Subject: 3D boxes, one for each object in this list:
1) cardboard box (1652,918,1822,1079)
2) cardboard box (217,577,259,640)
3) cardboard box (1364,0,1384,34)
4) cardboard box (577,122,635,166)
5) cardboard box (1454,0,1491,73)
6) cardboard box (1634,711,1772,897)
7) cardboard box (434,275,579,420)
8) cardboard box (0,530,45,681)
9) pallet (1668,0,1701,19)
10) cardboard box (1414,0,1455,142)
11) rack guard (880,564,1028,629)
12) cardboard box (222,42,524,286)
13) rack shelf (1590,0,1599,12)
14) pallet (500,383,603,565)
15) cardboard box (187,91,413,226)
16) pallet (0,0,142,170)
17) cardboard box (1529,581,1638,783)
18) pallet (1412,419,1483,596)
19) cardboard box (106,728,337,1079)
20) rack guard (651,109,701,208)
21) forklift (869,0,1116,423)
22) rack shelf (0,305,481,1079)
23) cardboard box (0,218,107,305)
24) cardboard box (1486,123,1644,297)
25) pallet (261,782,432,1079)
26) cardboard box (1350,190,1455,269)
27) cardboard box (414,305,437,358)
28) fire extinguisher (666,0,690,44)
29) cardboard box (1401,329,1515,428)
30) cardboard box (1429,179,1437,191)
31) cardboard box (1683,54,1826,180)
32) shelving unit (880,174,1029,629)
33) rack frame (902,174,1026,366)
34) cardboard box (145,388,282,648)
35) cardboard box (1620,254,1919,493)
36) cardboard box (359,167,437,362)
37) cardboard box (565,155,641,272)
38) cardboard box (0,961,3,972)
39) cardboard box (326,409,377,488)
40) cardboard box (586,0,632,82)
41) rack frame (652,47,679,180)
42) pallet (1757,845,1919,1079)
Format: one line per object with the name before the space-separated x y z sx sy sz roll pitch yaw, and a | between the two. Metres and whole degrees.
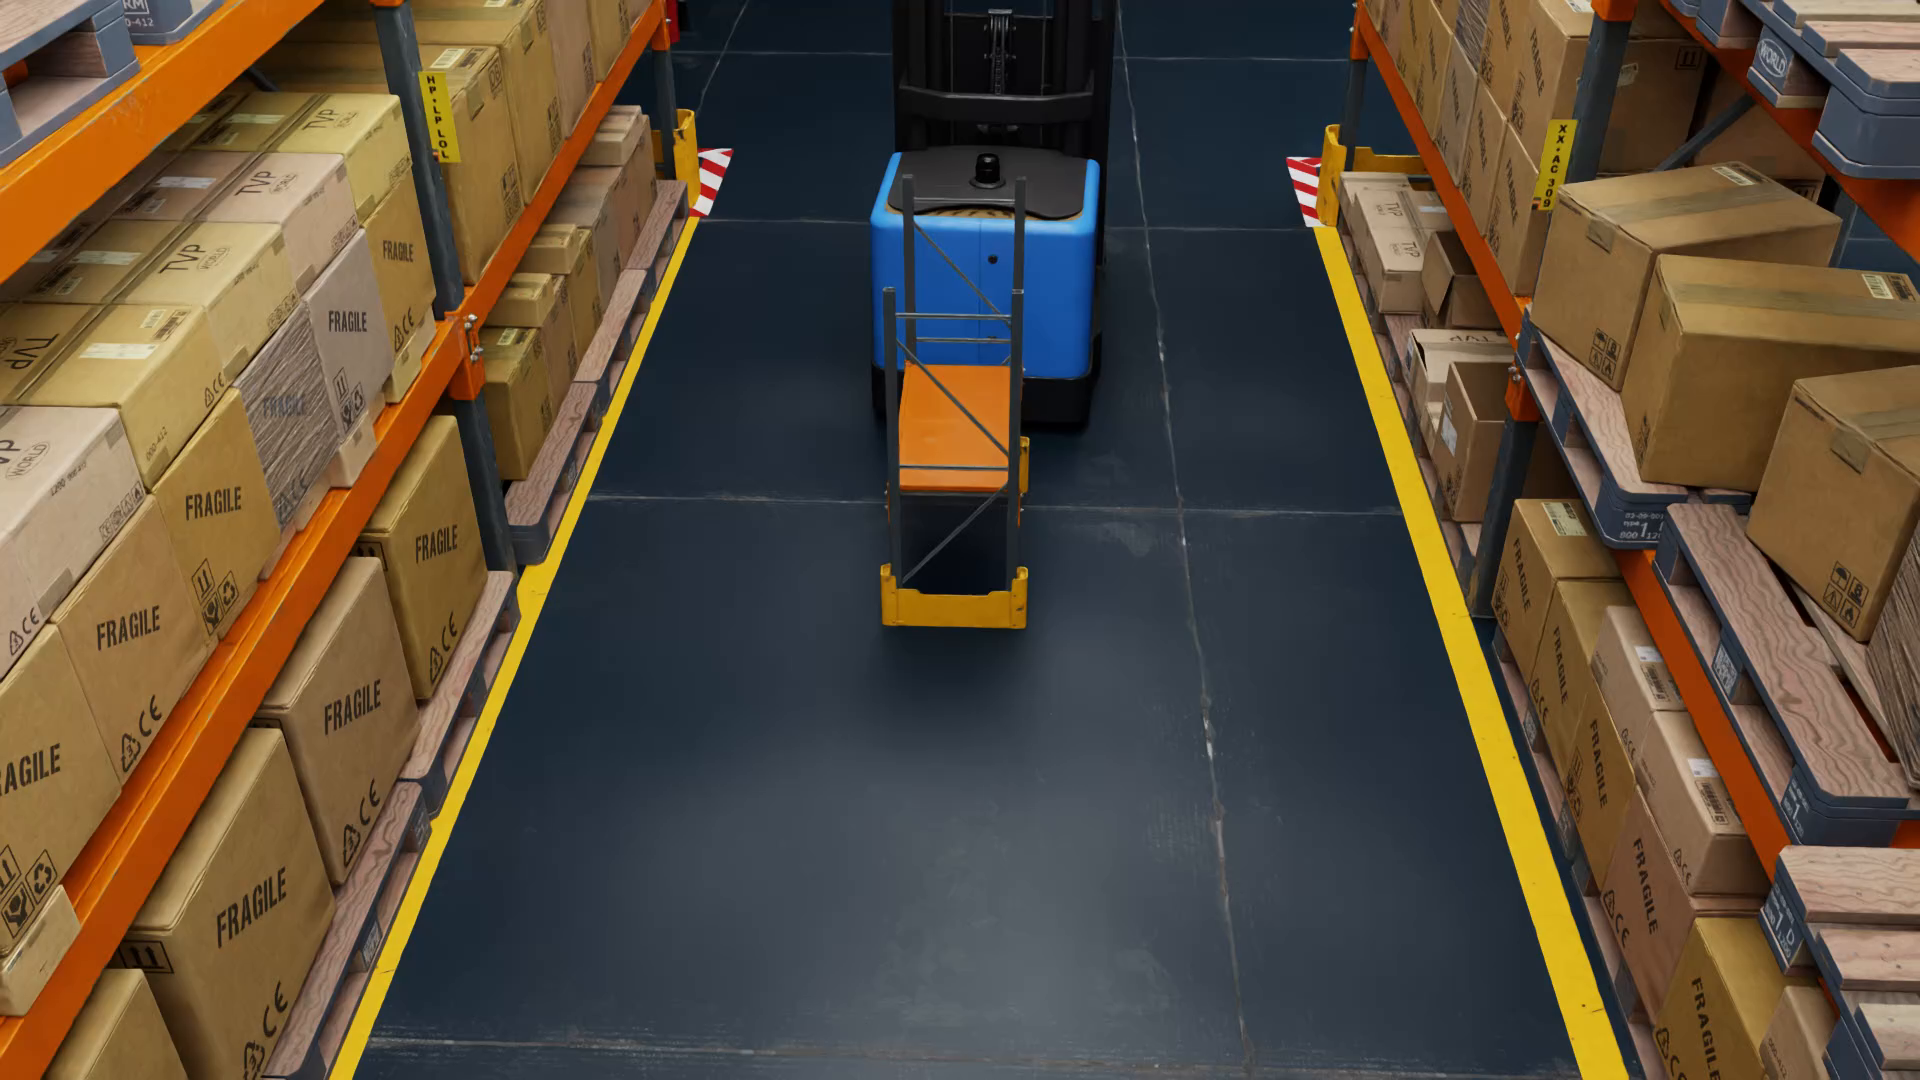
cardboard box | 2.253 1.375 4.477 0.500 0.500 0.500 0 35 0
cardboard box | -2.208 0.138 4.646 0.380 0.149 0.250 2 35 3
cardboard box | 2.469 -3.016 8.846 0.500 0.500 0.500 2 35 3
cardboard box | -1.960 -2.122 8.905 0.380 0.149 0.250 2 35 3
cardboard box | 2.389 -2.257 6.896 0.500 0.500 0.500 2 35 2
cardboard box | 2.267 0.745 4.721 0.500 0.250 0.500 1 35 1
cardboard box | -2.204 -0.903 7.735 0.700 0.500 0.500 1 35 1
cardboard box | -2.224 0.218 3.315 0.500 0.250 0.500 1 35 1
pallet | 2.493 -1.703 4.620 1.213 0.211 1.003 1 35 2
cardboard box | 2.409 -2.144 7.606 0.500 0.500 0.500 2 35 3
rack guard | -0.023 0.228 6.709 0.587 0.250 0.087 1 35 2
cardboard box | -2.322 -1.472 6.476 0.980 0.700 0.700 2 35 3
rack shelf | 2.670 -3.008 6.938 1.077 0.370 4.000 1 35 2
pallet | -2.252 -0.333 7.540 1.003 0.211 1.213 1 35 2
cardboard box | -2.124 -1.242 5.393 0.500 0.250 0.500 2 35 3
pallet | -2.506 -0.904 3.483 1.003 0.211 1.213 3 35 4
cardboard box | 2.316 0.496 5.728 0.500 0.500 0.500 2 35 3
pallet | 2.618 -0.180 7.322 1.003 0.211 1.213 1 35 2
cardboard box | -2.319 1.045 4.659 0.750 0.750 0.750 1 35 2
rack guard | -2.199 -2.328 10.127 1.175 0.500 0.348 1 35 2
forklift | 0.237 -2.586 8.380 1.130 2.935 3.031 3 35 5
rack shelf | -2.441 0.405 4.691 1.077 0.370 4.000 1 35 2
cardboard box | -2.669 -0.669 4.578 0.500 0.250 0.500 0 35 0
cardboard box | 2.353 -1.260 6.347 0.500 0.500 0.500 2 35 3
pallet | -2.362 1.250 5.287 1.003 0.211 1.213 1 35 2
cardboard box | 2.425 -1.686 9.049 0.500 0.250 0.500 1 35 2
cardboard box | -2.091 -0.743 5.900 0.380 0.149 0.250 2 35 2
fire extinguisher | -1.733 -3.228 9.626 0.296 0.674 0.183 1 35 2
cardboard box | 2.359 -0.771 7.694 0.500 0.311 0.500 1 35 2
cardboard box | 2.974 -2.064 9.369 0.500 0.500 0.500 1 35 2
cardboard box | 2.890 -1.640 6.019 0.500 0.500 0.500 2 35 3
shelving unit | -0.003 -0.570 6.756 0.587 1.500 1.083 1 35 2
rack frame | 0.017 -0.857 7.165 0.500 1.500 0.032 1 35 2
cardboard box | -2.181 -0.069 4.377 0.500 0.500 0.500 2 35 3
cardboard box | 2.383 -0.475 4.865 0.700 0.500 0.500 7 36 9
cardboard box | -2.127 -0.938 5.613 0.500 0.500 0.500 1 35 1
cardboard box | -2.148 -1.794 9.002 0.700 0.500 0.500 1 35 2
cardboard box | -2.246 0.816 3.118 0.500 0.500 0.500 2 35 3
cardboard box | -2.085 -0.297 5.264 0.380 0.149 0.250 1 35 2
cardboard box | -2.228 -2.748 8.290 0.980 0.700 0.700 1 35 2
rack frame | -2.200 -3.337 9.389 1.000 3.000 0.127 1 35 2
pallet | 2.386 1.059 3.301 1.213 0.211 1.003 1 35 2
